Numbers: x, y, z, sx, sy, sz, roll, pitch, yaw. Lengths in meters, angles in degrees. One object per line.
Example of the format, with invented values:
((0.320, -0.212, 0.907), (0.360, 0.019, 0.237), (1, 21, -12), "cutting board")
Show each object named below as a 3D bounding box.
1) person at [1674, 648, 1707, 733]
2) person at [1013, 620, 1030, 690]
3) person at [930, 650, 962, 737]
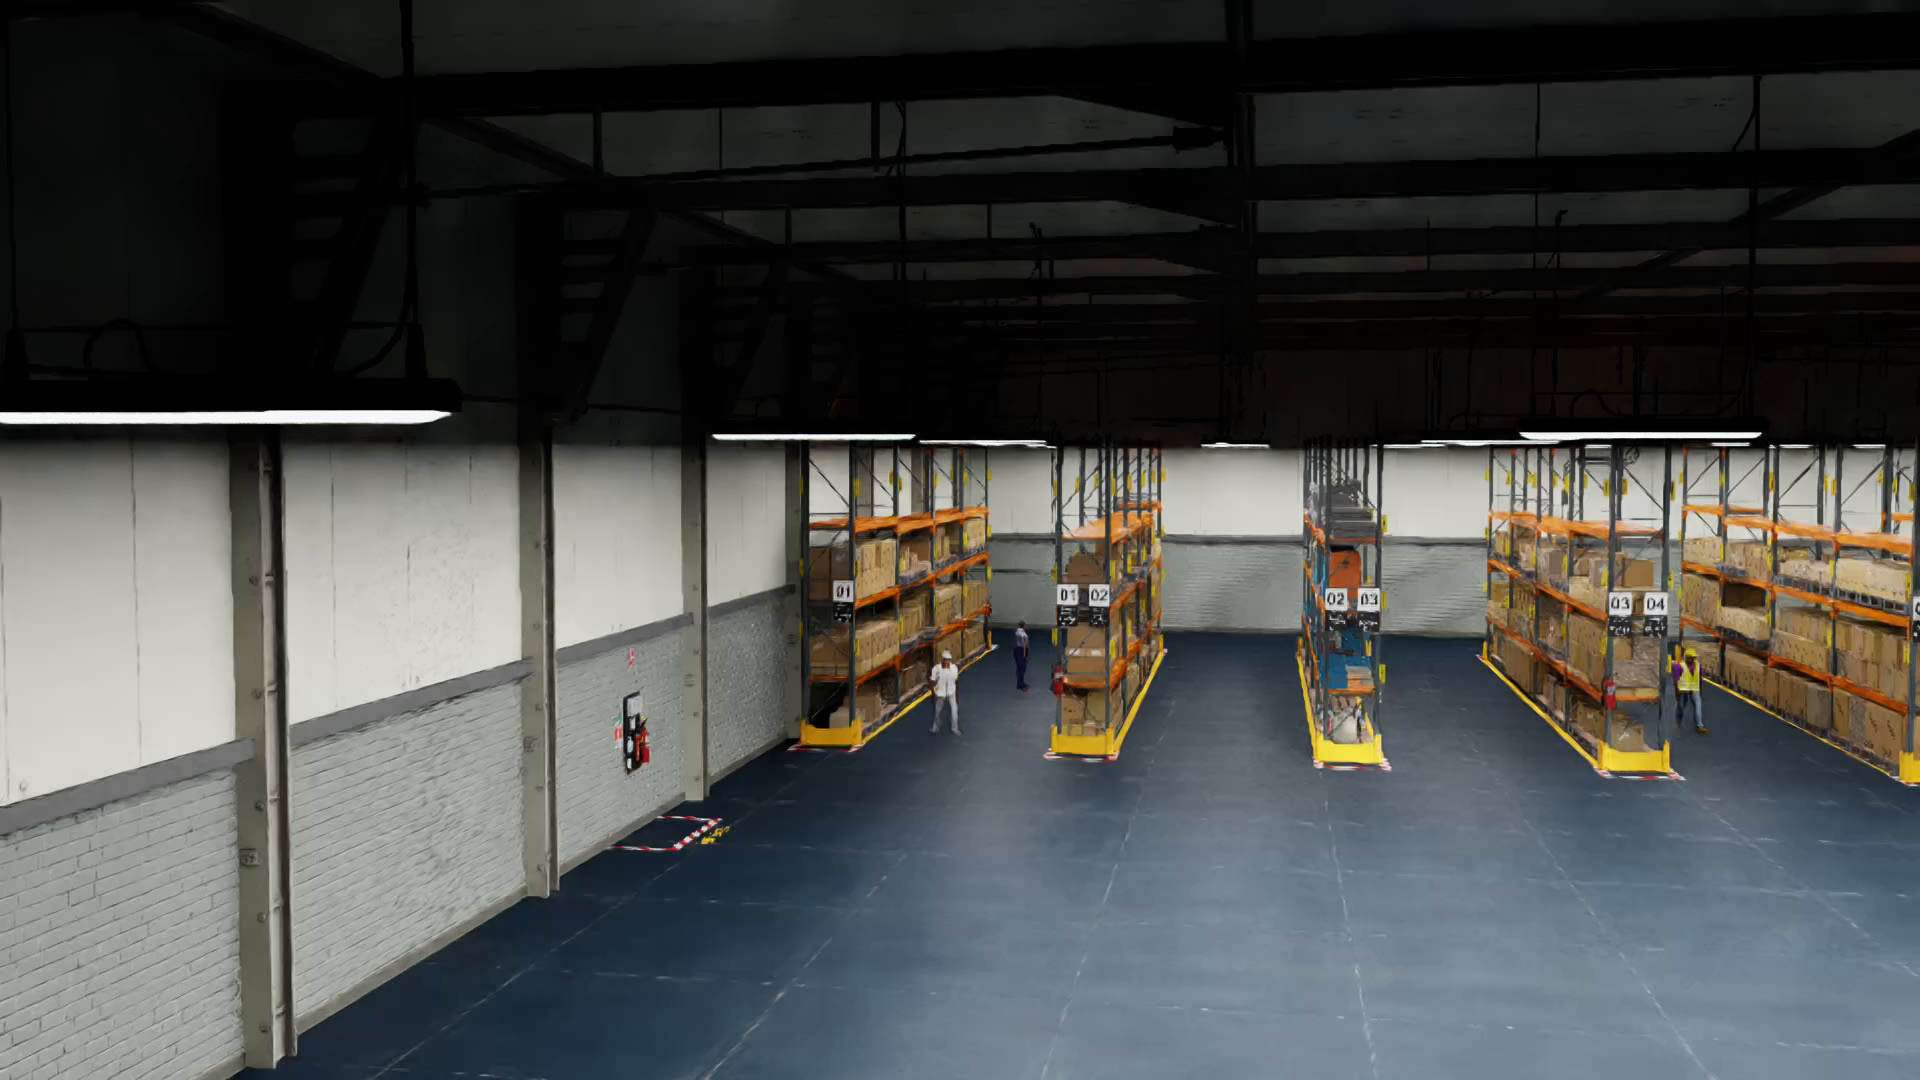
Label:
((14.819, 3.031, 33.805), (0.582, 1.686, 1.113), (0, 3, 8), "person")
((1.507, 2.734, 39.865), (0.432, 1.652, 0.527), (-1, 3, -18), "person")
((-0.295, 3.069, 33.353), (0.618, 1.724, 0.961), (-1, 3, -13), "person")
